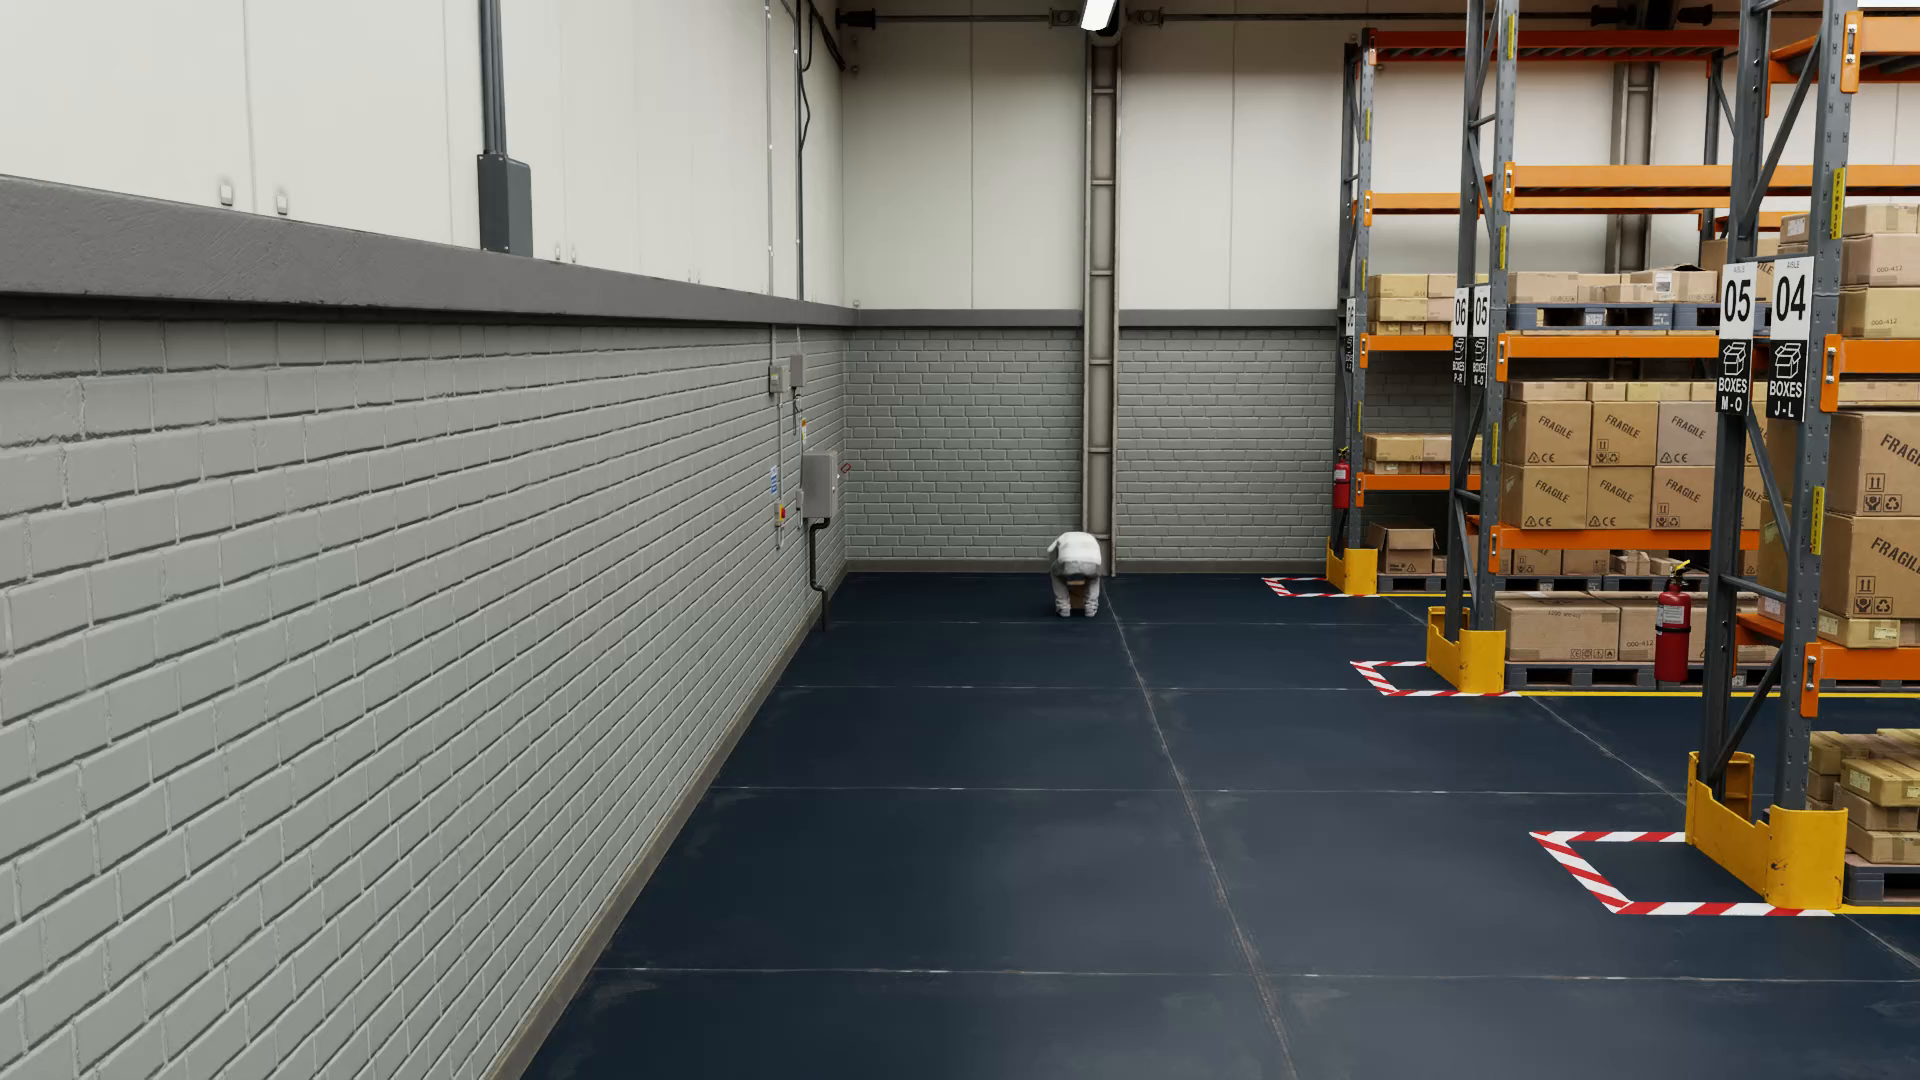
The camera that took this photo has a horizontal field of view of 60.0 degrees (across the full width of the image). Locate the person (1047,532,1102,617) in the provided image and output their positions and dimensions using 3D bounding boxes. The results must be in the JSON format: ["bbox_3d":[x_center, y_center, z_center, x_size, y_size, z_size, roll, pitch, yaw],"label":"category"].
[{"bbox_3d":[1.164,0.342,16.937,0.544,0.837,0.991,0,7,0],"label":"person"}]
